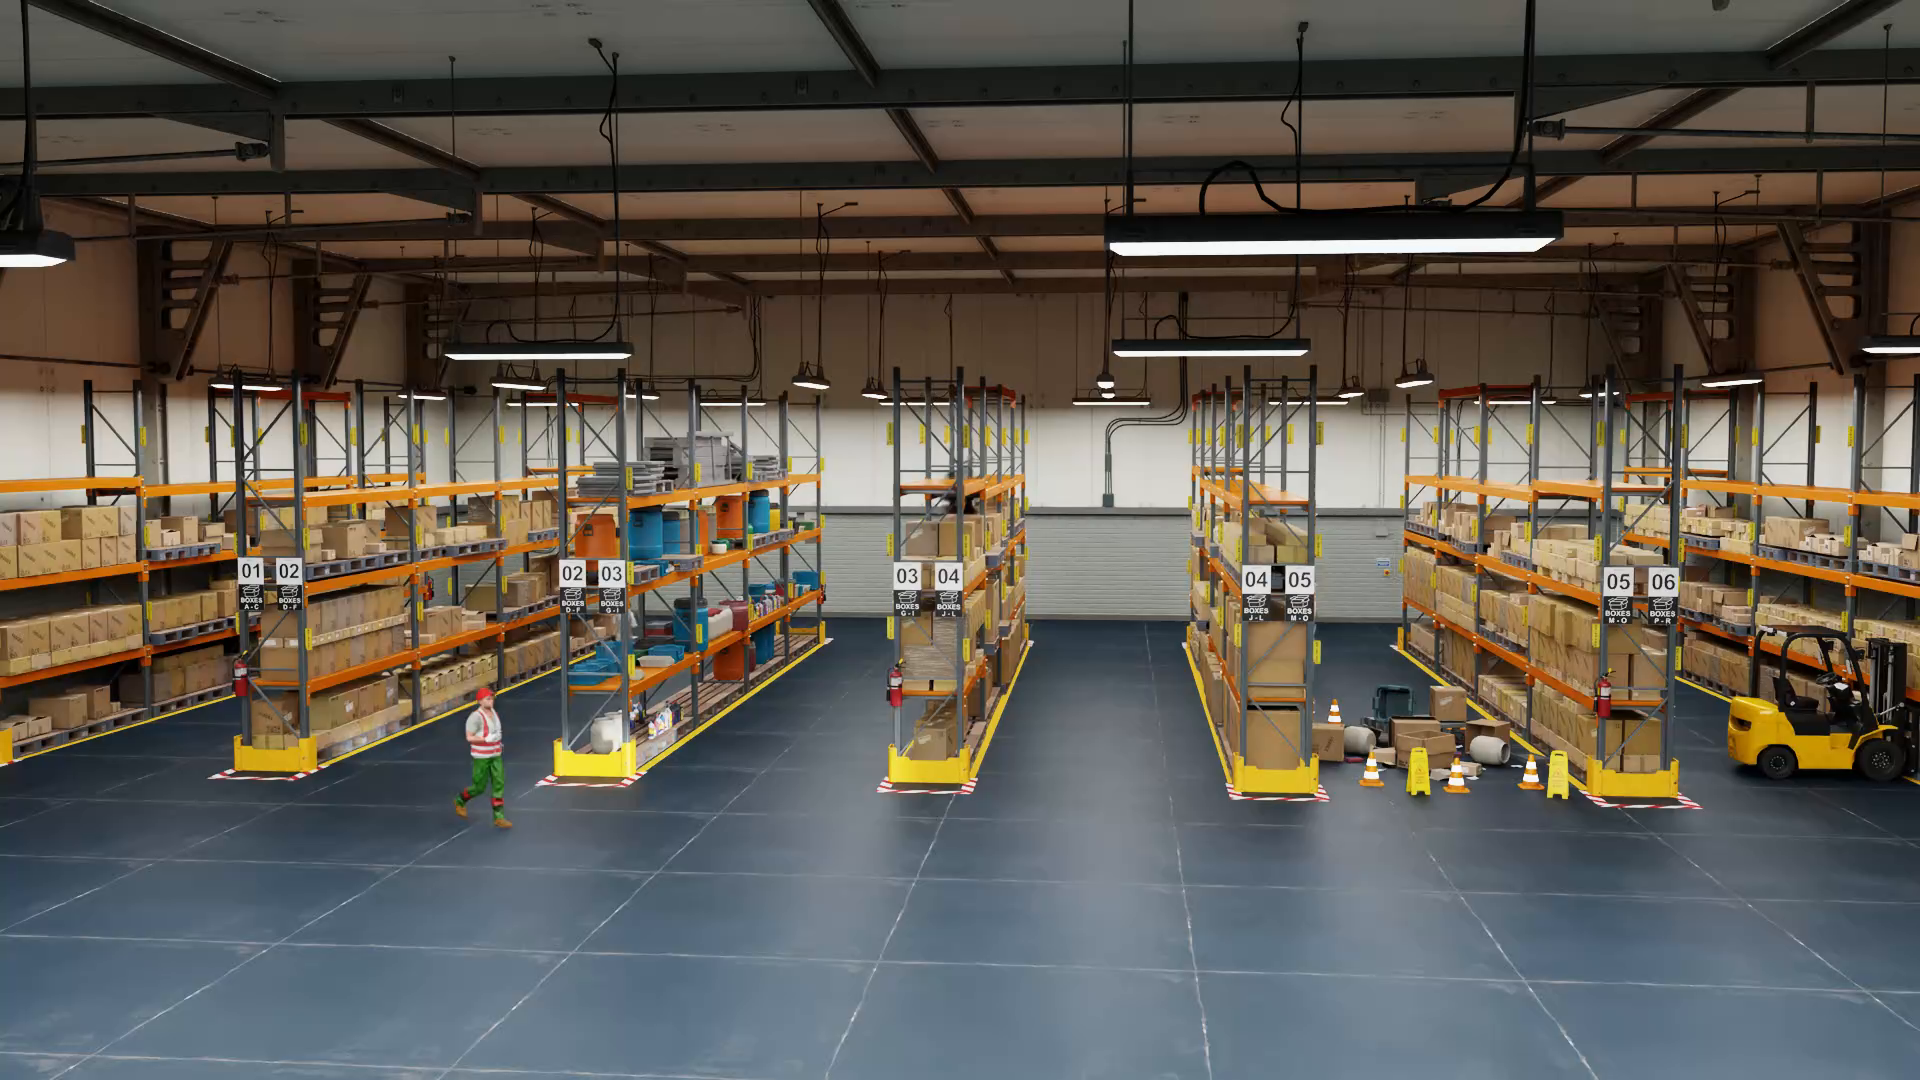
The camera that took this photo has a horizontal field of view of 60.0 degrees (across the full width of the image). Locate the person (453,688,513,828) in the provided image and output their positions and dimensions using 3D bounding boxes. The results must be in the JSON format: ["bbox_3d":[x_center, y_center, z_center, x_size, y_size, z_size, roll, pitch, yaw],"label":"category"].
[{"bbox_3d":[-6.106,2.772,21.301,0.908,1.770,0.668,2,4,27],"label":"person"}]

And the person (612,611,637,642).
[{"bbox_3d":[-6.980,2.052,34.585,0.534,1.612,0.830,0,4,-4],"label":"person"}]
